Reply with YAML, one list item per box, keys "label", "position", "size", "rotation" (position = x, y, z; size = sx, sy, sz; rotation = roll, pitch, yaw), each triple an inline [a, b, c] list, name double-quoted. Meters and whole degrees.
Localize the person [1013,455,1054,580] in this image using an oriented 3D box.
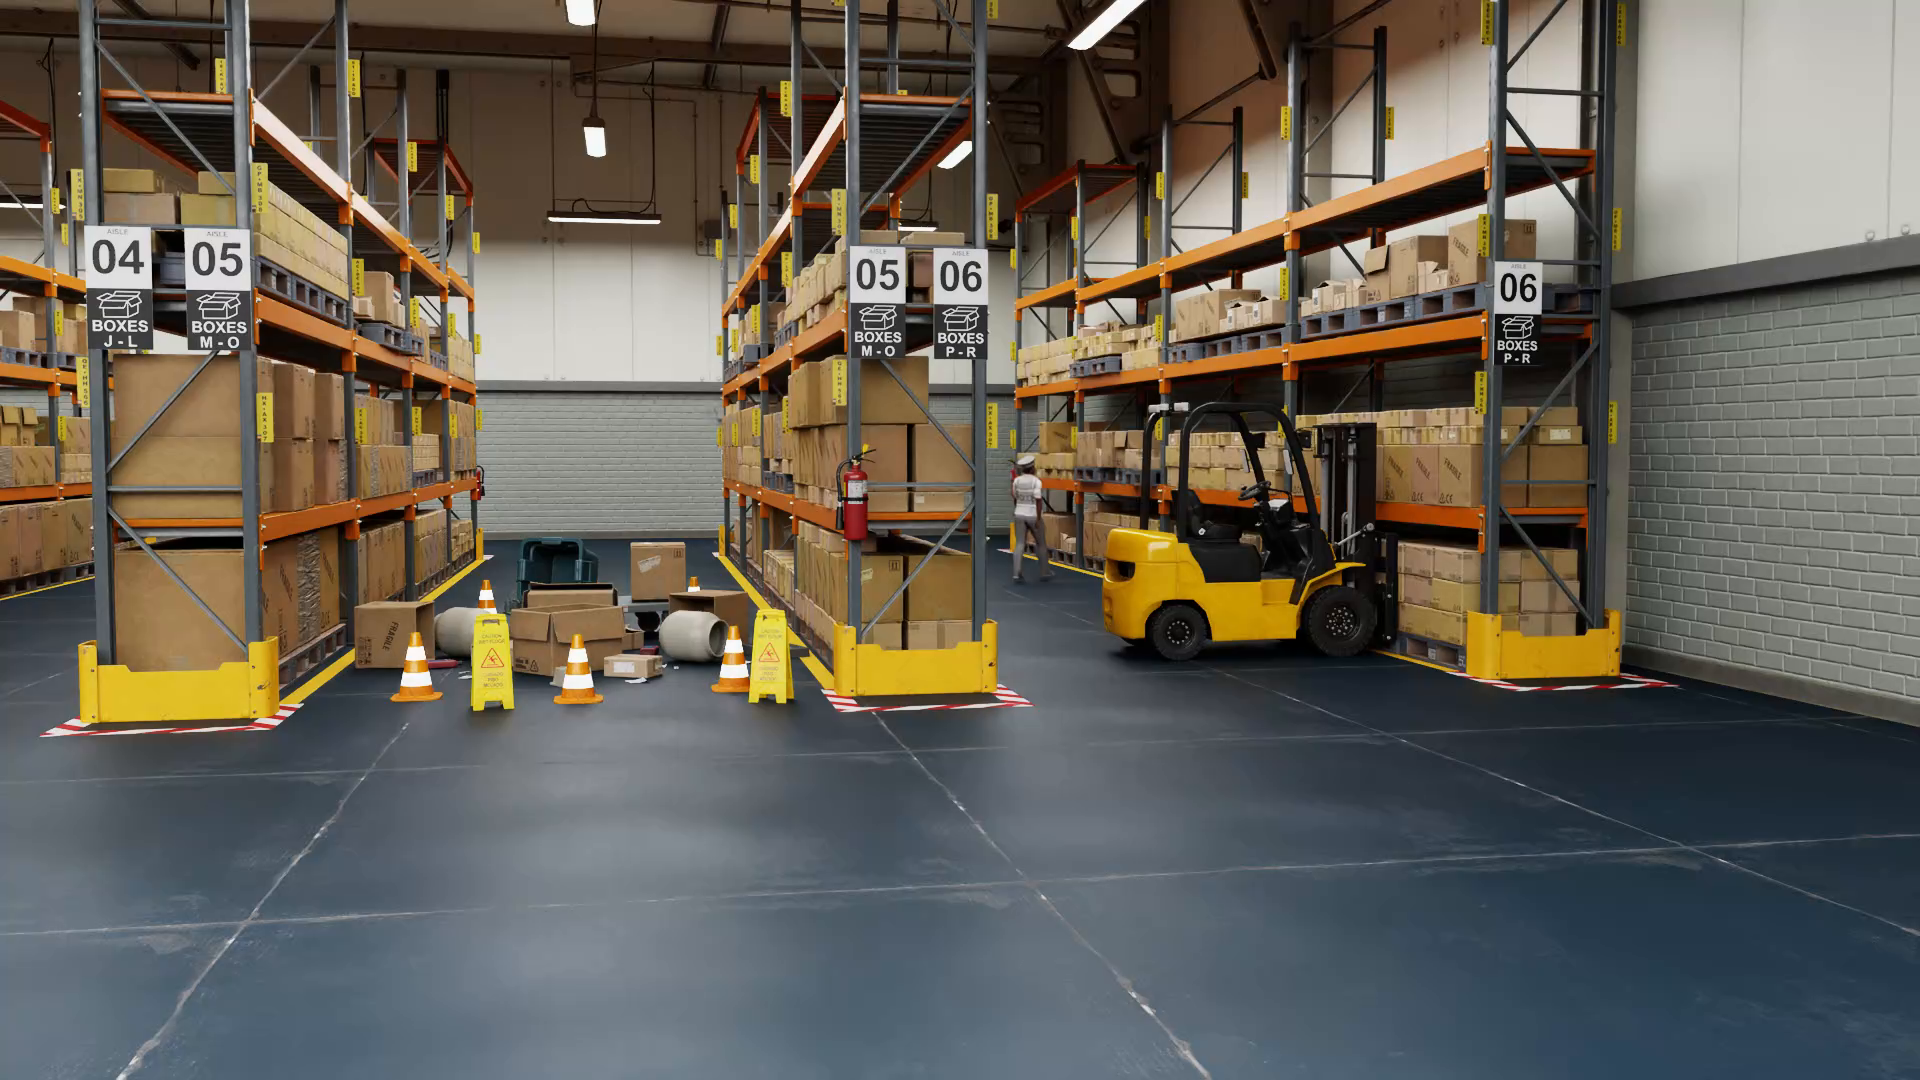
- label: "person"
  position: [0.951, -0.304, 22.303]
  size: [0.449, 1.652, 0.867]
  rotation: [1, 3, 21]
